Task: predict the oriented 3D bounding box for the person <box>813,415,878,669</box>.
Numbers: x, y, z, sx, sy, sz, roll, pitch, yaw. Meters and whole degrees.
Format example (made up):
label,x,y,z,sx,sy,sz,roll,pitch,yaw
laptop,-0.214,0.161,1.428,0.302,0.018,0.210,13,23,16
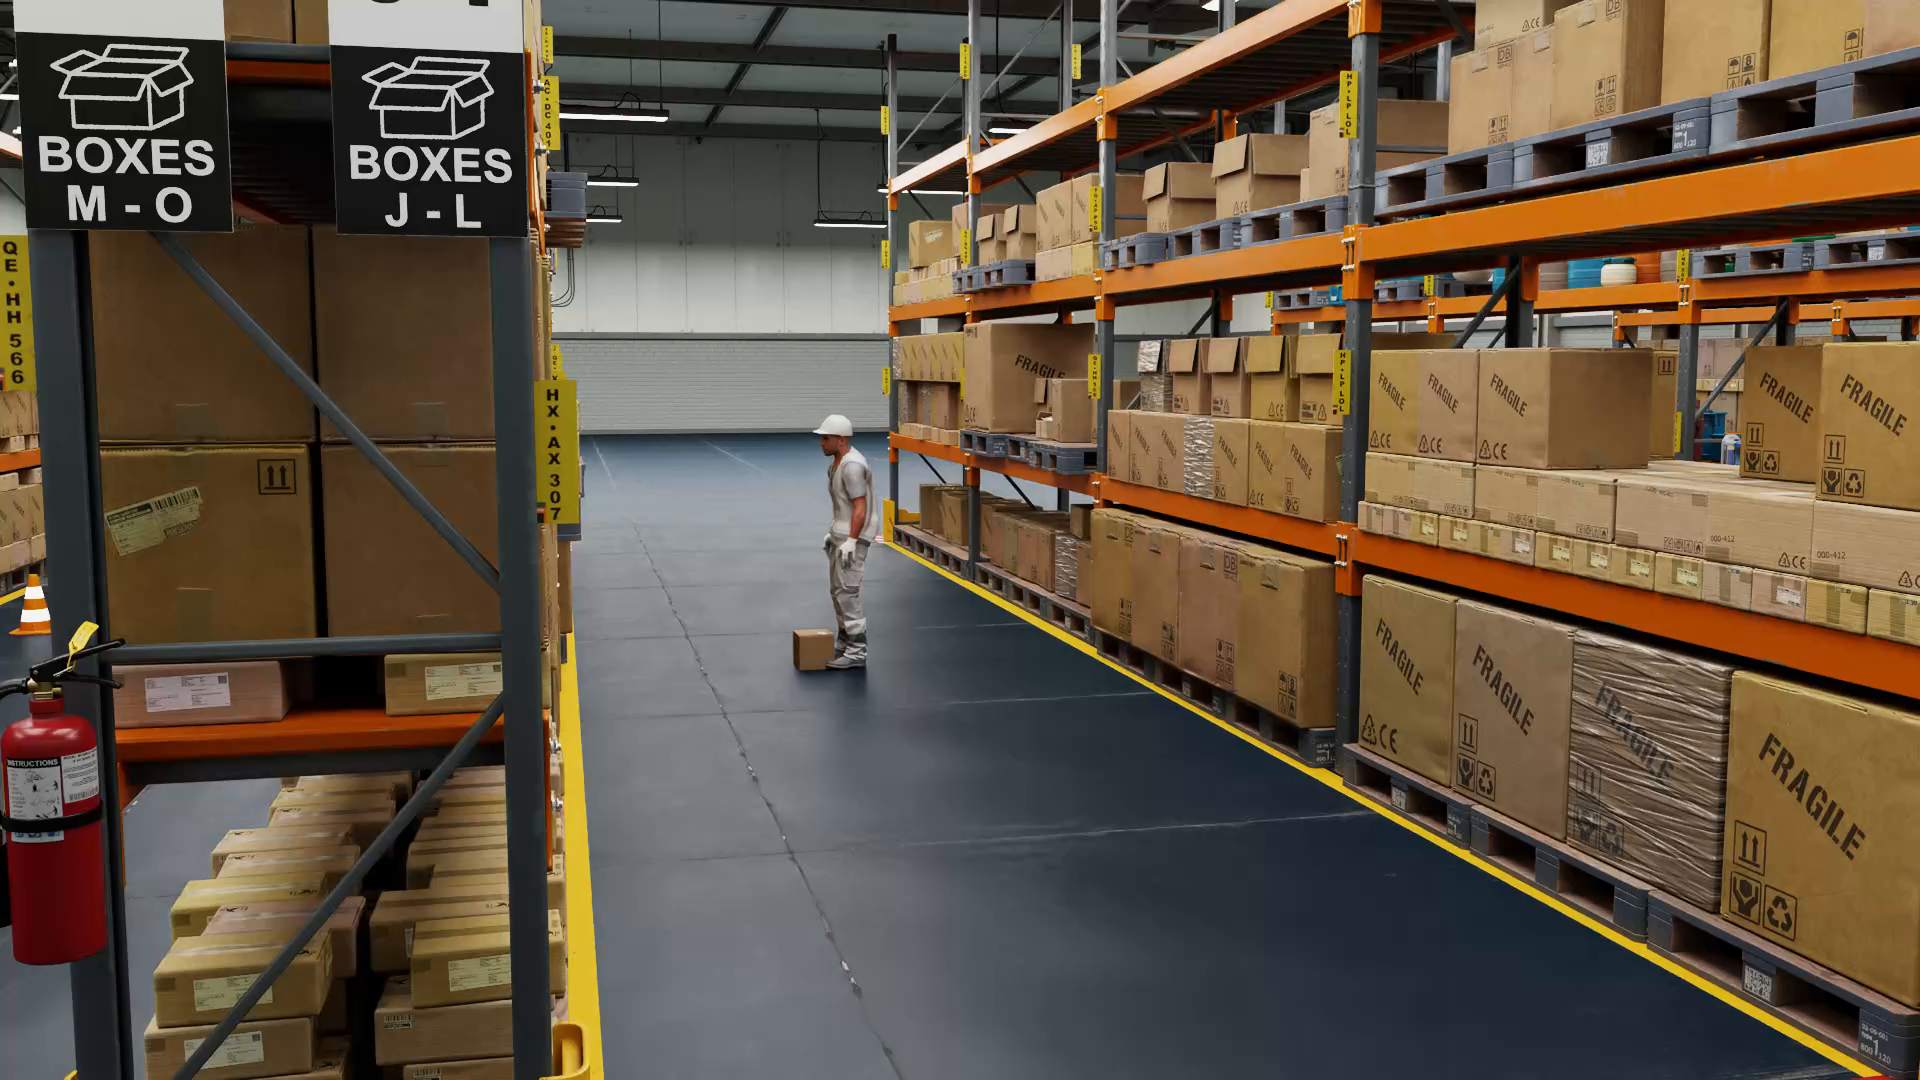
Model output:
label,x,y,z,sx,sy,sz,roll,pitch,yaw
person,-0.815,0.009,11.725,0.446,1.781,0.623,-2,6,-16
